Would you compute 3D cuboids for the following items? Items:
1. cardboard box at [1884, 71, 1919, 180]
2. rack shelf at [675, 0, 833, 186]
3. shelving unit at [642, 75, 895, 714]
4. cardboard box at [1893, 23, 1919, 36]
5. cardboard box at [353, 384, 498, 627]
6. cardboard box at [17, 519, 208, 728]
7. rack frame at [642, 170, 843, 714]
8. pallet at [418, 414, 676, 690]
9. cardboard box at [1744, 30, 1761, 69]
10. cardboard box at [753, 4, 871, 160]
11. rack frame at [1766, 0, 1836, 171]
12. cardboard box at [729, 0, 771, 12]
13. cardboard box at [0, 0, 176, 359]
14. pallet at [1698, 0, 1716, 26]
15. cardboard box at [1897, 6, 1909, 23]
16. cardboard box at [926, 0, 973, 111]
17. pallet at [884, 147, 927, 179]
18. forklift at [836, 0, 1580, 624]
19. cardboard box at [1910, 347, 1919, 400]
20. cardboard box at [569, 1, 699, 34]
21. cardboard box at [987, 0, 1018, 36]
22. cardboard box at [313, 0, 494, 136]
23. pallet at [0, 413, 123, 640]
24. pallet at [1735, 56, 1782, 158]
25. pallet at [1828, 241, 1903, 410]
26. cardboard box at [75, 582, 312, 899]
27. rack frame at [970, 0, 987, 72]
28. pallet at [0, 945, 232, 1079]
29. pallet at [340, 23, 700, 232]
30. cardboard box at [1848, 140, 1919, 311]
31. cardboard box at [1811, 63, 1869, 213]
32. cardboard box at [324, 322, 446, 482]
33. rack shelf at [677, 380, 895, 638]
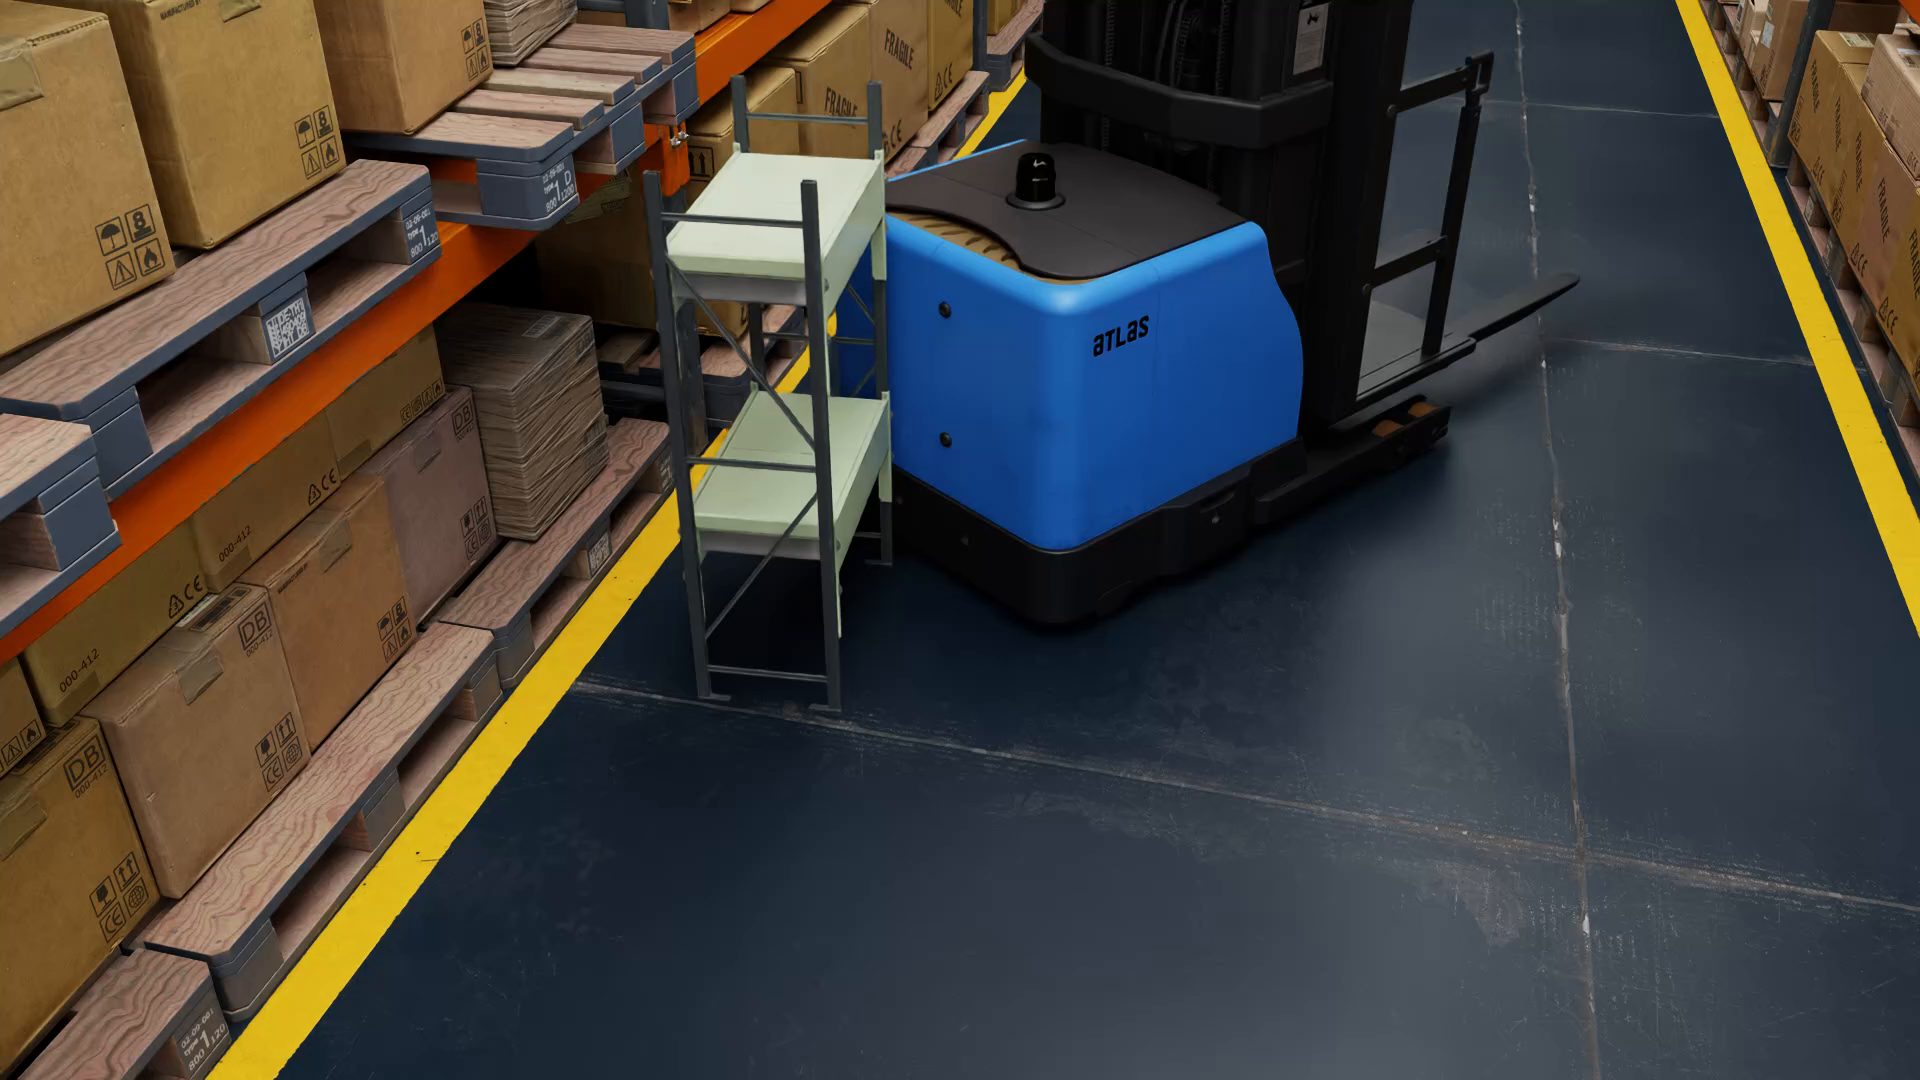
[{"bbox_3d":[3.700,-1.485,6.011,0.500,0.250,0.500,7,33,11],"label":"cardboard box"},{"bbox_3d":[-0.861,-2.366,6.847,1.077,0.370,4.000,8,33,12],"label":"rack shelf"},{"bbox_3d":[-0.462,-0.378,4.447,0.431,1.500,0.755,5,33,8],"label":"shelving unit"},{"bbox_3d":[4.964,-2.664,8.875,0.380,0.166,0.250,8,33,12],"label":"cardboard box"},{"bbox_3d":[-1.744,-0.130,4.579,0.700,0.500,0.500,8,33,12],"label":"cardboard box"},{"bbox_3d":[-1.976,0.113,3.497,0.500,0.250,0.500,7,33,11],"label":"cardboard box"},{"bbox_3d":[-0.519,-0.184,4.142,0.400,1.500,0.023,5,33,8],"label":"rack frame"},{"bbox_3d":[-1.569,-0.050,5.131,1.003,0.211,1.213,8,33,12],"label":"pallet"},{"bbox_3d":[4.346,-2.555,8.720,0.380,0.149,0.250,8,33,12],"label":"cardboard box"},{"bbox_3d":[-0.827,-1.719,6.771,0.750,0.750,0.750,8,33,12],"label":"cardboard box"},{"bbox_3d":[4.439,-3.035,7.228,1.000,3.000,0.127,8,33,12],"label":"rack frame"},{"bbox_3d":[-0.840,-1.930,5.705,0.380,0.149,0.250,9,34,14],"label":"cardboard box"},{"bbox_3d":[-1.936,-0.678,3.018,0.700,0.500,0.500,13,35,19],"label":"cardboard box"},{"bbox_3d":[5.233,-3.481,10.529,1.003,0.211,1.213,8,33,12],"label":"pallet"},{"bbox_3d":[4.911,-3.143,9.315,0.797,0.503,0.637,8,33,12],"label":"cardboard box"},{"bbox_3d":[-0.393,-2.623,8.192,0.750,0.750,0.750,8,33,13],"label":"cardboard box"},{"bbox_3d":[-0.784,-1.485,7.389,1.003,0.211,1.213,8,33,12],"label":"pallet"},{"bbox_3d":[1.048,-1.662,5.133,3.031,2.935,1.130,-25,40,-34],"label":"forklift"},{"bbox_3d":[3.434,-0.607,5.329,0.500,0.500,0.500,9,34,14],"label":"cardboard box"},{"bbox_3d":[-1.061,-1.674,5.302,0.380,0.149,0.250,8,33,12],"label":"cardboard box"},{"bbox_3d":[-0.065,-3.204,9.432,0.700,0.500,0.500,8,33,13],"label":"cardboard box"},{"bbox_3d":[-1.594,-1.321,4.028,0.700,0.500,0.500,5,33,8],"label":"cardboard box"},{"bbox_3d":[-2.049,0.148,2.400,1.003,0.211,1.213,8,33,12],"label":"pallet"},{"bbox_3d":[4.614,-2.214,8.537,1.003,0.211,1.213,8,33,12],"label":"pallet"},{"bbox_3d":[3.961,-0.796,6.305,1.003,0.211,1.213,8,33,12],"label":"pallet"},{"bbox_3d":[-1.962,0.395,3.753,0.700,0.500,0.500,8,33,13],"label":"cardboard box"},{"bbox_3d":[-0.354,-3.708,8.286,1.000,3.000,0.127,8,33,12],"label":"rack frame"},{"bbox_3d":[-2.188,1.216,3.140,1.003,0.211,1.213,8,33,12],"label":"pallet"},{"bbox_3d":[-1.447,-1.167,4.468,1.213,0.211,1.003,8,33,12],"label":"pallet"},{"bbox_3d":[3.693,-1.149,6.181,0.500,0.500,0.500,7,33,11],"label":"cardboard box"},{"bbox_3d":[3.956,-1.670,7.000,0.500,0.500,0.500,8,33,13],"label":"cardboard box"},{"bbox_3d":[-1.706,-0.411,4.322,0.500,0.250,0.500,9,33,13],"label":"cardboard box"},{"bbox_3d":[-0.462,-0.103,4.622,0.431,0.370,0.720,5,33,8],"label":"rack shelf"}]
